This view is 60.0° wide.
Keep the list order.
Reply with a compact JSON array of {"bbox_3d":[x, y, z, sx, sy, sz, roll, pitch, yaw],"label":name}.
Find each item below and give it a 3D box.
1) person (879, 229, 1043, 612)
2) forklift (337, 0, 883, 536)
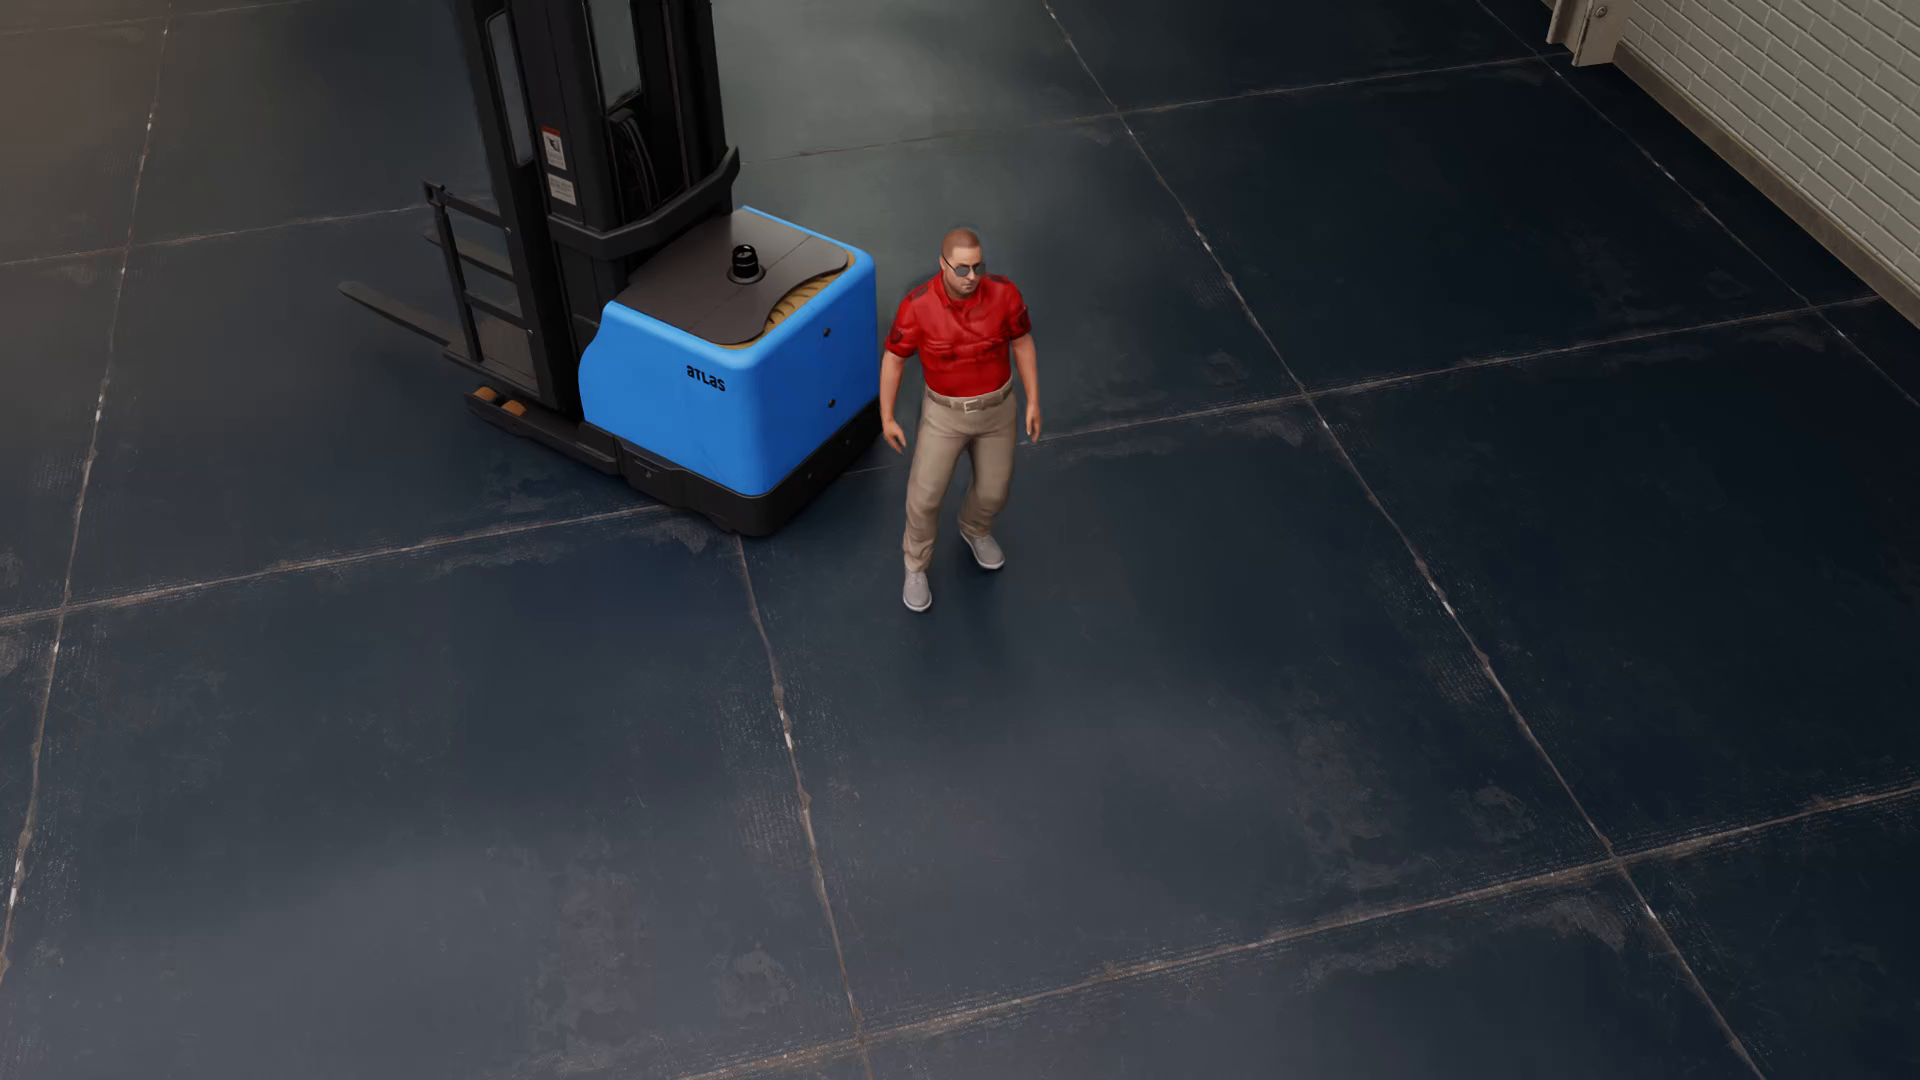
[{"bbox_3d":[0.014,-0.496,7.082,0.690,1.711,0.556,-7,44,-7],"label":"person"},{"bbox_3d":[-1.885,-1.875,7.629,3.031,2.935,1.130,24,49,24],"label":"forklift"}]
